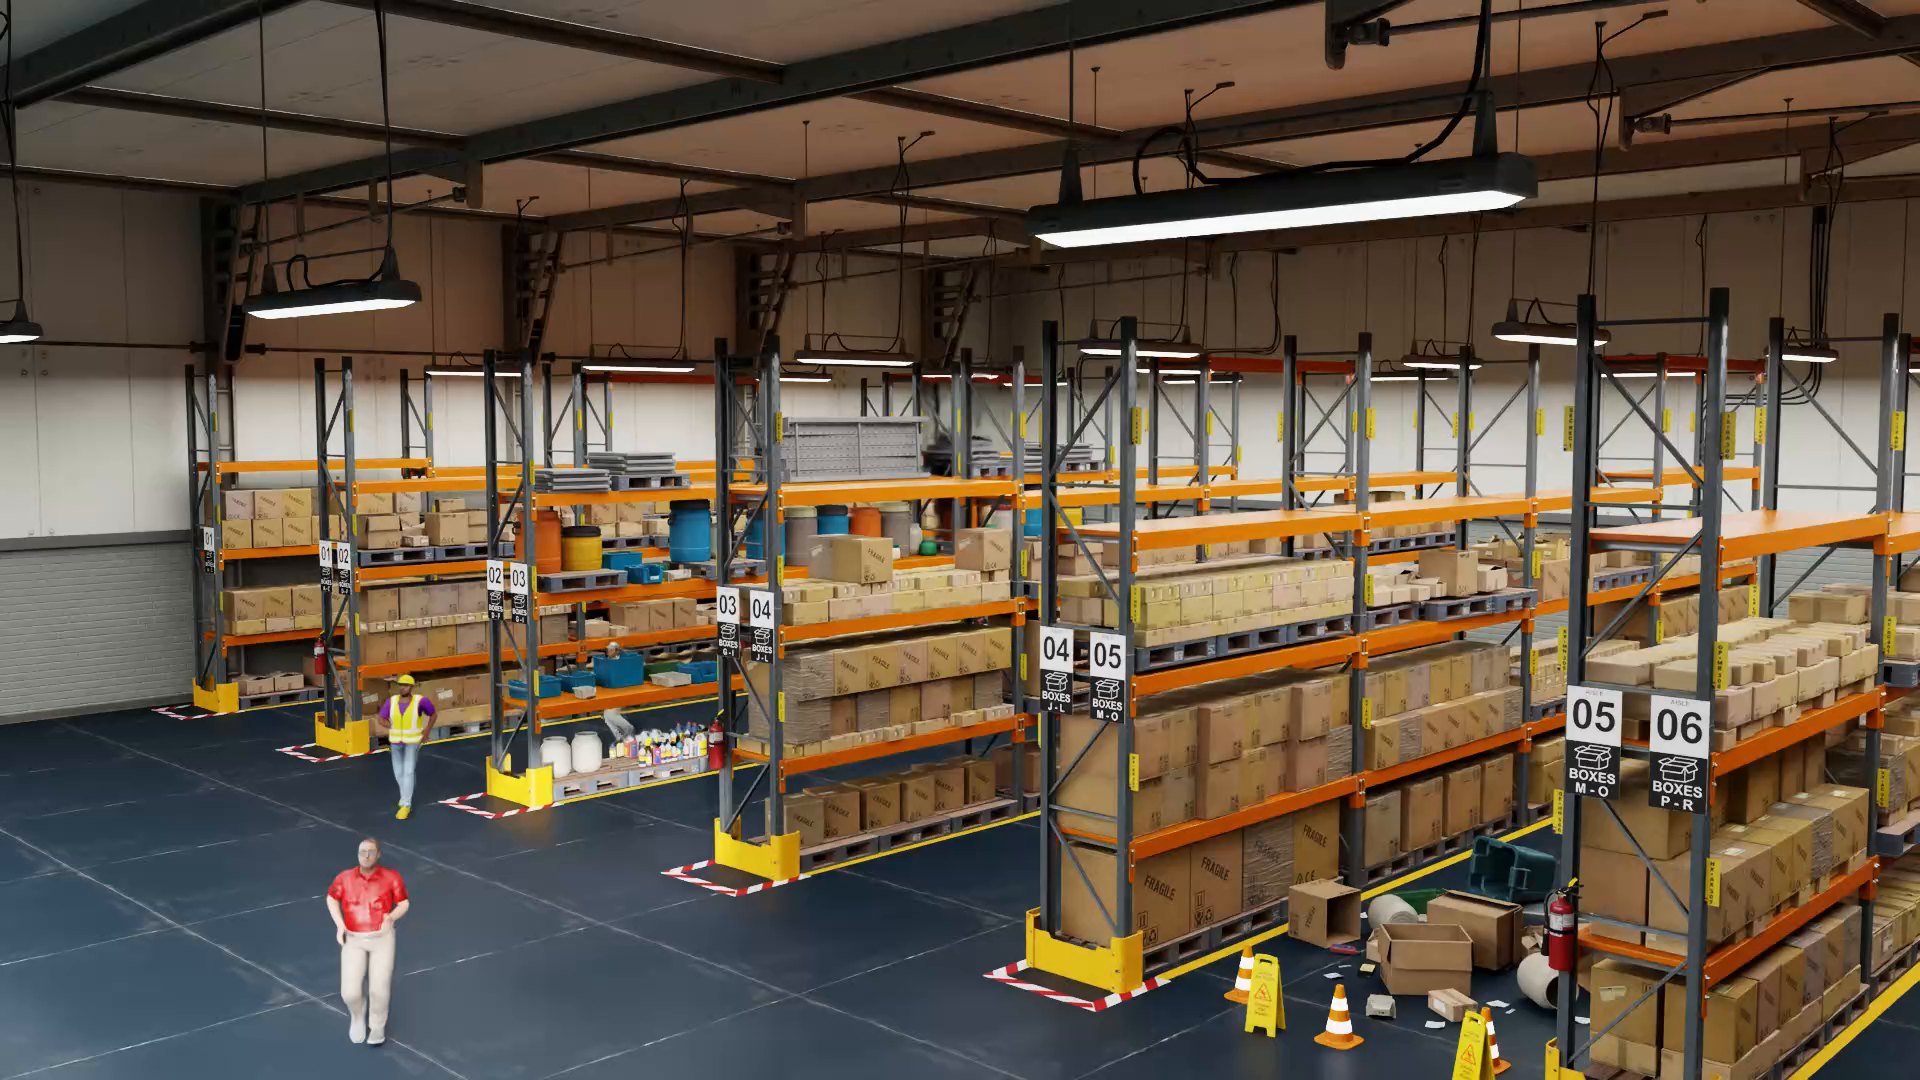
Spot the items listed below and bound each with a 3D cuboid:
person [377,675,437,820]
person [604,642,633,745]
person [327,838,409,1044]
[{"bbox_3d":[-7.161,2.625,21.423,0.710,1.786,0.870,0,4,2],"label":"person"},{"bbox_3d":[-5.358,2.383,25.712,0.581,1.622,0.536,3,5,37],"label":"person"},{"bbox_3d":[-4.804,3.285,13.484,0.649,1.698,0.612,-1,5,-15],"label":"person"}]
